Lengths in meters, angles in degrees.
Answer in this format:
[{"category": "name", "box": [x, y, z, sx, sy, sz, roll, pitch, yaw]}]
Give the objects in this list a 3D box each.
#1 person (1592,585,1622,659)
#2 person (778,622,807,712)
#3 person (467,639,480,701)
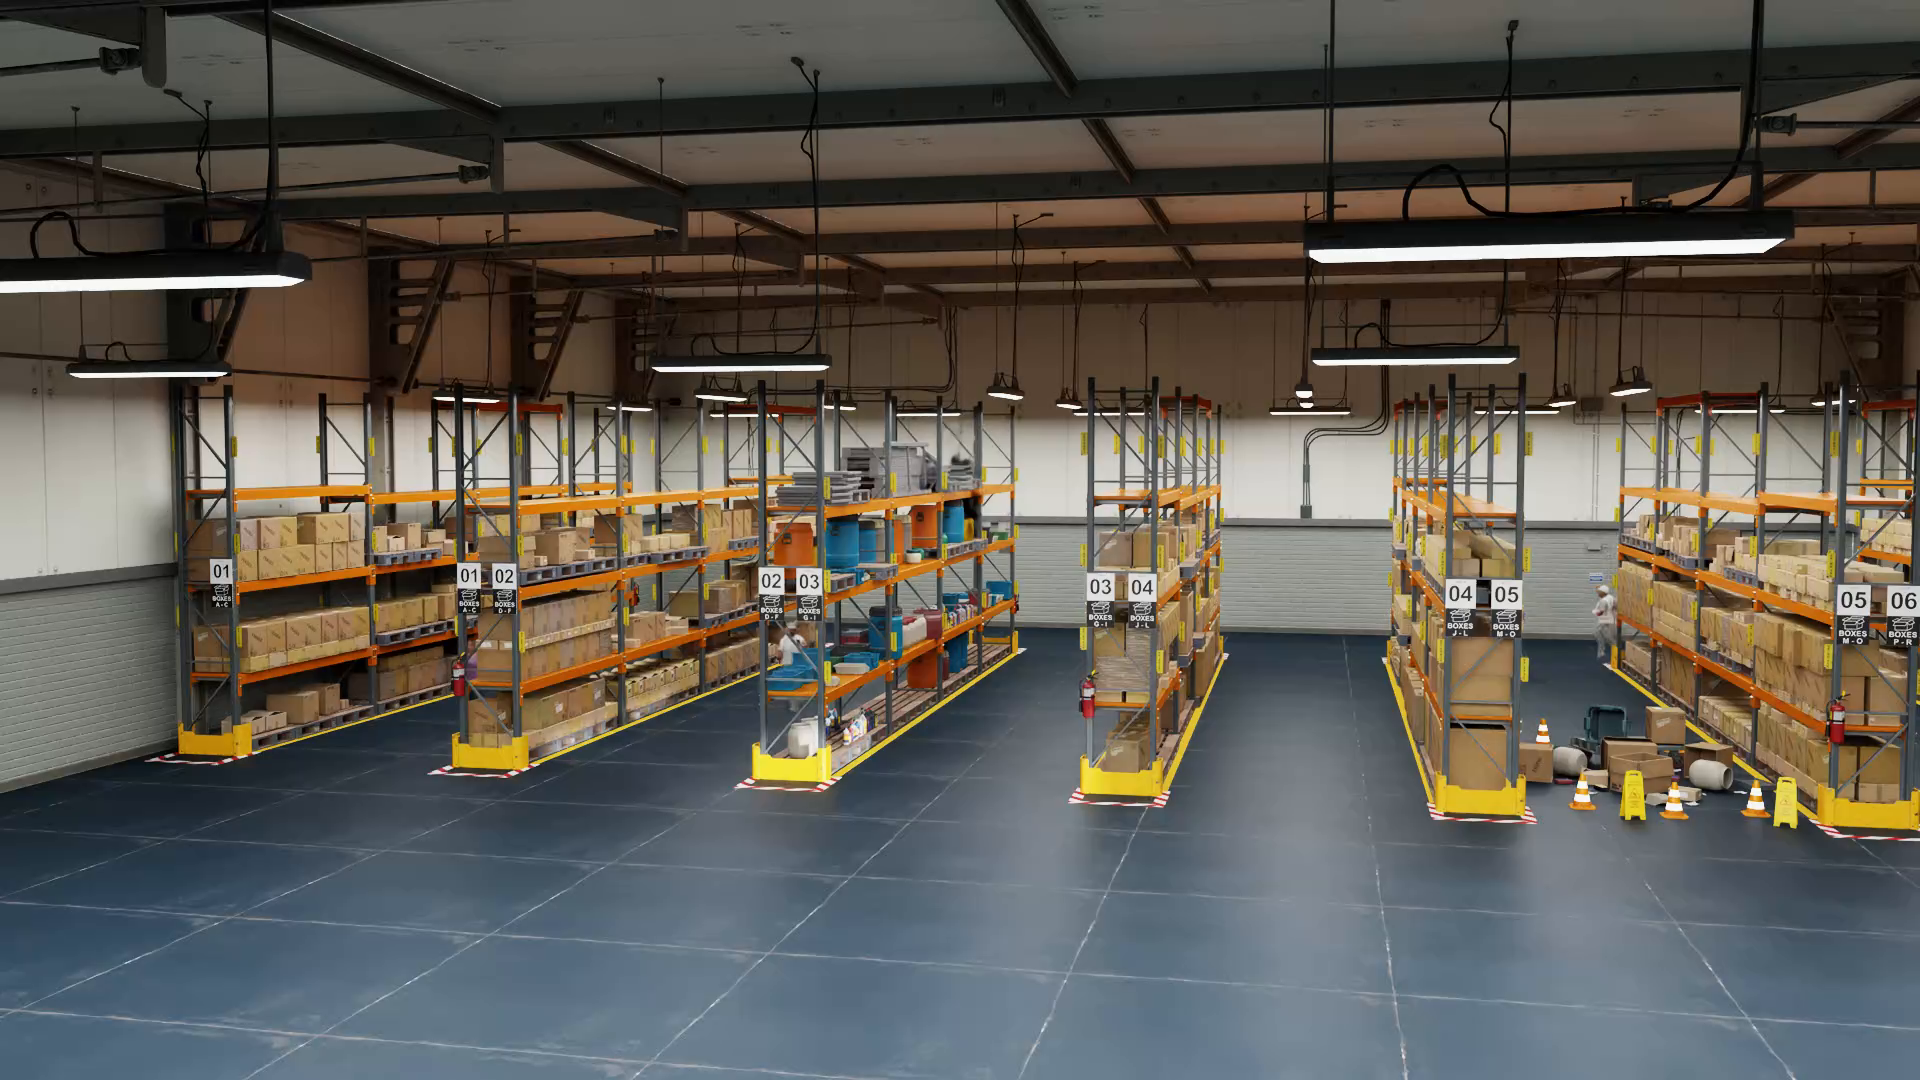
[{"category": "person", "box": [15.151, 1.962, 38.874, 0.709, 1.824, 0.703, 2, 4, 27]}, {"category": "person", "box": [-3.202, 2.392, 31.799, 0.563, 1.691, 0.869, 0, 3, -1]}, {"category": "person", "box": [-8.589, 2.541, 29.226, 0.531, 1.607, 0.838, 0, 3, -4]}]
